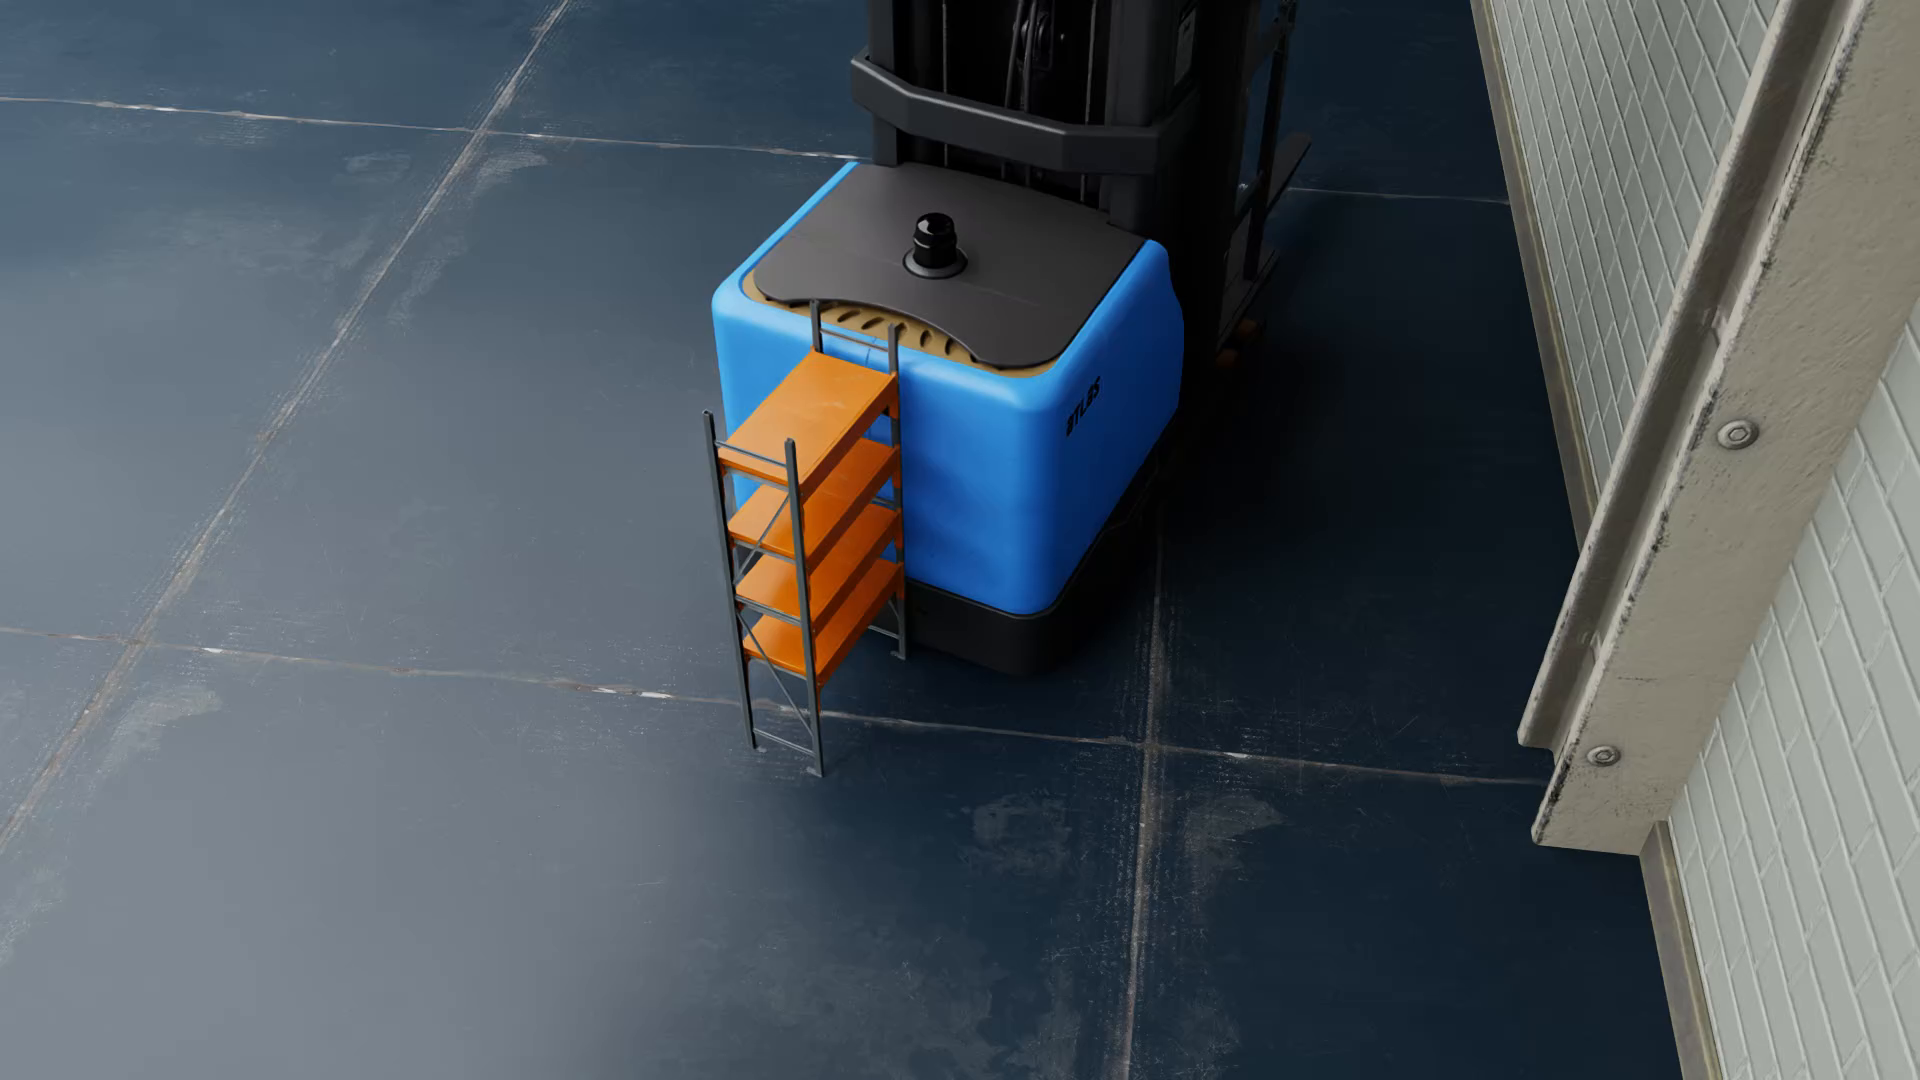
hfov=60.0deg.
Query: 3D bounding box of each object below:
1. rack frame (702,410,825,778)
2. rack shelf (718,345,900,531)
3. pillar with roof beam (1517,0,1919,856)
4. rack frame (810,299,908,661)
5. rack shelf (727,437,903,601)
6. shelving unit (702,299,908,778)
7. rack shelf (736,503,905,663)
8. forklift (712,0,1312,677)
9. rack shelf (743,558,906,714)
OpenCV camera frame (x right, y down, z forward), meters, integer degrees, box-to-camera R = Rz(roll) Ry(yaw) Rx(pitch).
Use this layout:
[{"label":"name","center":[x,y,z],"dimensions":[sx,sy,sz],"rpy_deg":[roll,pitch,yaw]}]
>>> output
[{"label":"rack frame","center":[-0.482,0.177,4.190],"dimensions":[0.240,1.200,0.015],"rpy_deg":[19,47,19]},{"label":"rack shelf","center":[-0.372,-0.258,4.078],"dimensions":[0.258,0.148,0.480],"rpy_deg":[19,47,19]},{"label":"pillar with roof beam","center":[-2.570,-2.976,1.848],"dimensions":[9.100,9.000,0.400],"rpy_deg":[5,44,6]},{"label":"rack frame","center":[-0.263,-0.123,4.507],"dimensions":[0.240,1.200,0.015],"rpy_deg":[19,47,19]},{"label":"rack shelf","center":[-0.372,-0.086,4.241],"dimensions":[0.258,0.148,0.480],"rpy_deg":[19,47,19]},{"label":"shelving unit","center":[-0.372,0.027,4.349],"dimensions":[0.258,1.200,0.503],"rpy_deg":[19,47,19]},{"label":"rack shelf","center":[-0.372,0.076,4.395],"dimensions":[0.258,0.148,0.480],"rpy_deg":[19,47,19]},{"label":"forklift","center":[0.429,-1.690,4.903],"dimensions":[1.130,2.935,3.031],"rpy_deg":[19,47,19]},{"label":"rack shelf","center":[-0.372,0.220,4.531],"dimensions":[0.258,0.148,0.480],"rpy_deg":[19,47,19]}]
